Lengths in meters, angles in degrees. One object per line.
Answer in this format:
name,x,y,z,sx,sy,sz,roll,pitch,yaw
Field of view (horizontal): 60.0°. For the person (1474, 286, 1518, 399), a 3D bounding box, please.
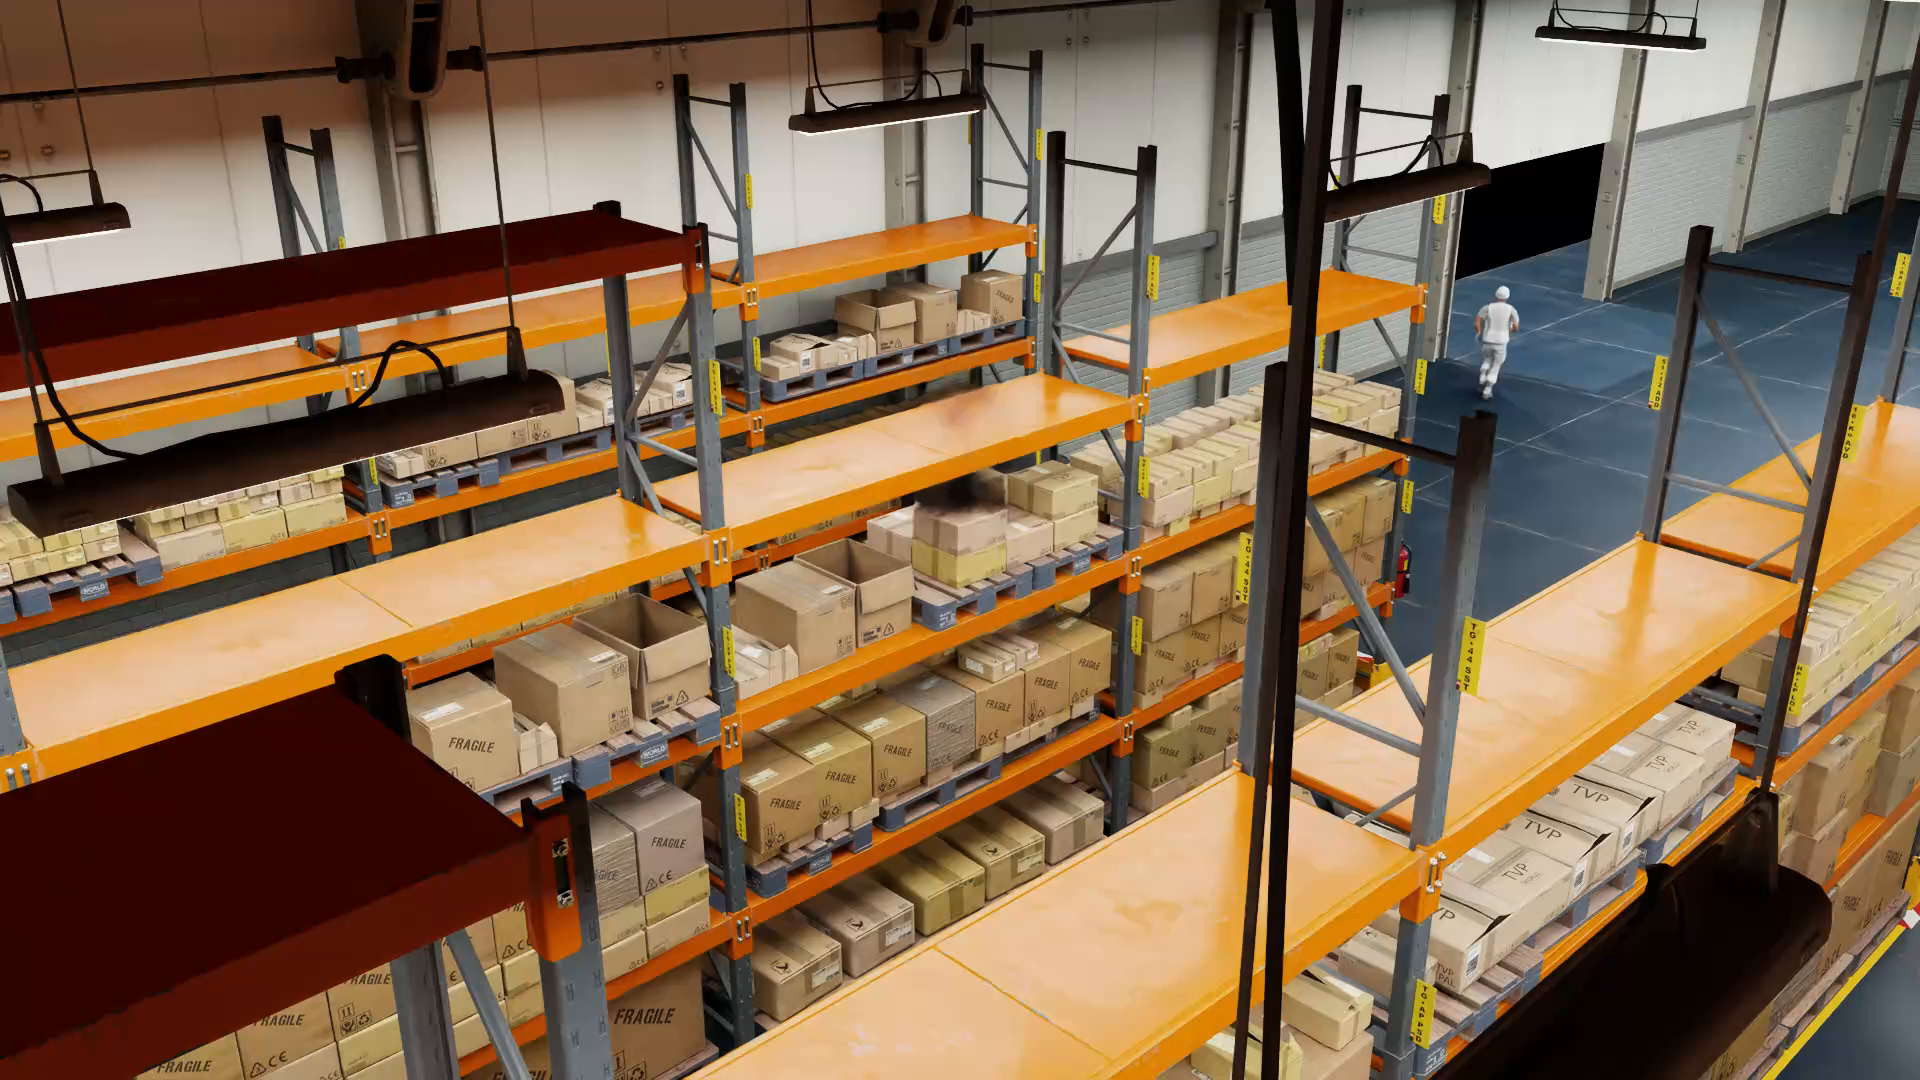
person,8.415,-3.125,26.097,0.635,1.754,0.652,13,26,28
